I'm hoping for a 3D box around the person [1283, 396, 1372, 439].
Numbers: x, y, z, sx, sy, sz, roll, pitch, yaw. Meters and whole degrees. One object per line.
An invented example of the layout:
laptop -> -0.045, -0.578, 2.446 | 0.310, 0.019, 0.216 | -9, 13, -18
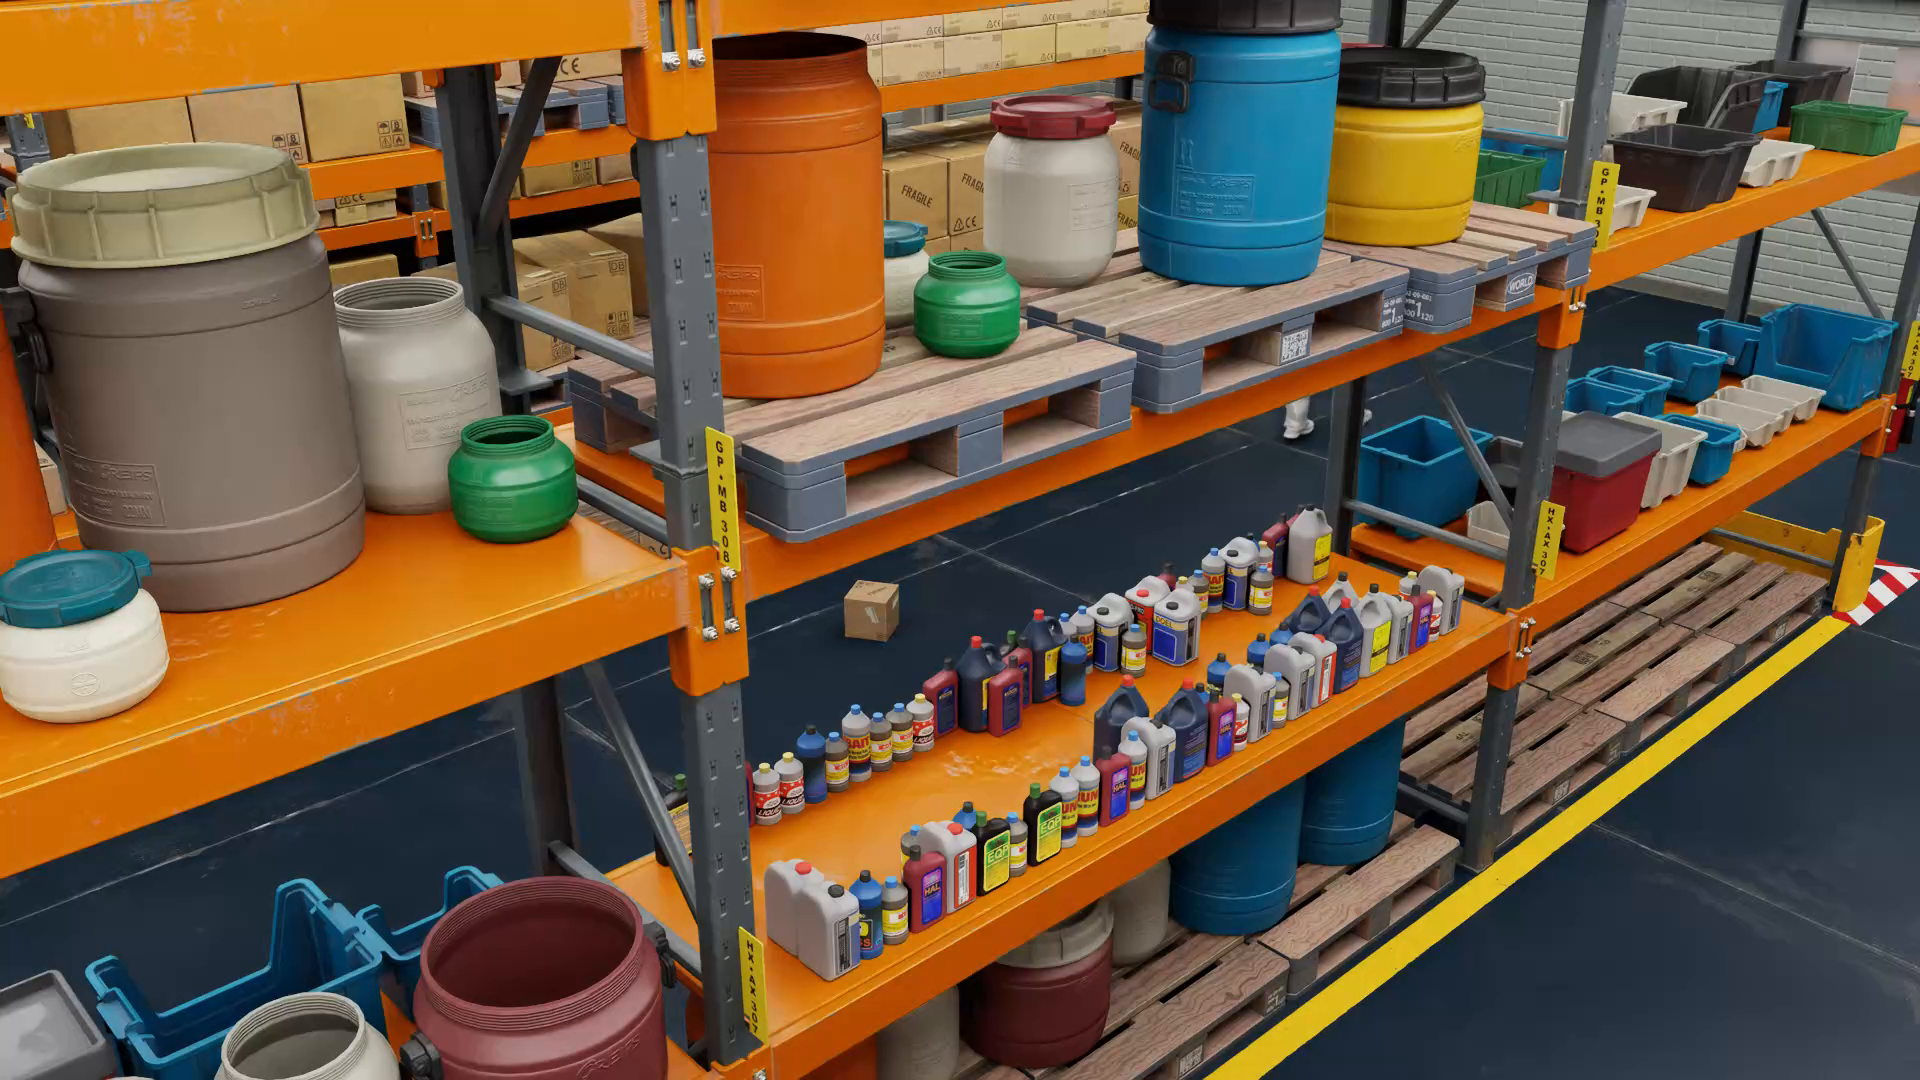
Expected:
person -> 2.752, -1.661, 12.335 | 0.611, 1.760, 0.942 | 17, 29, 34
